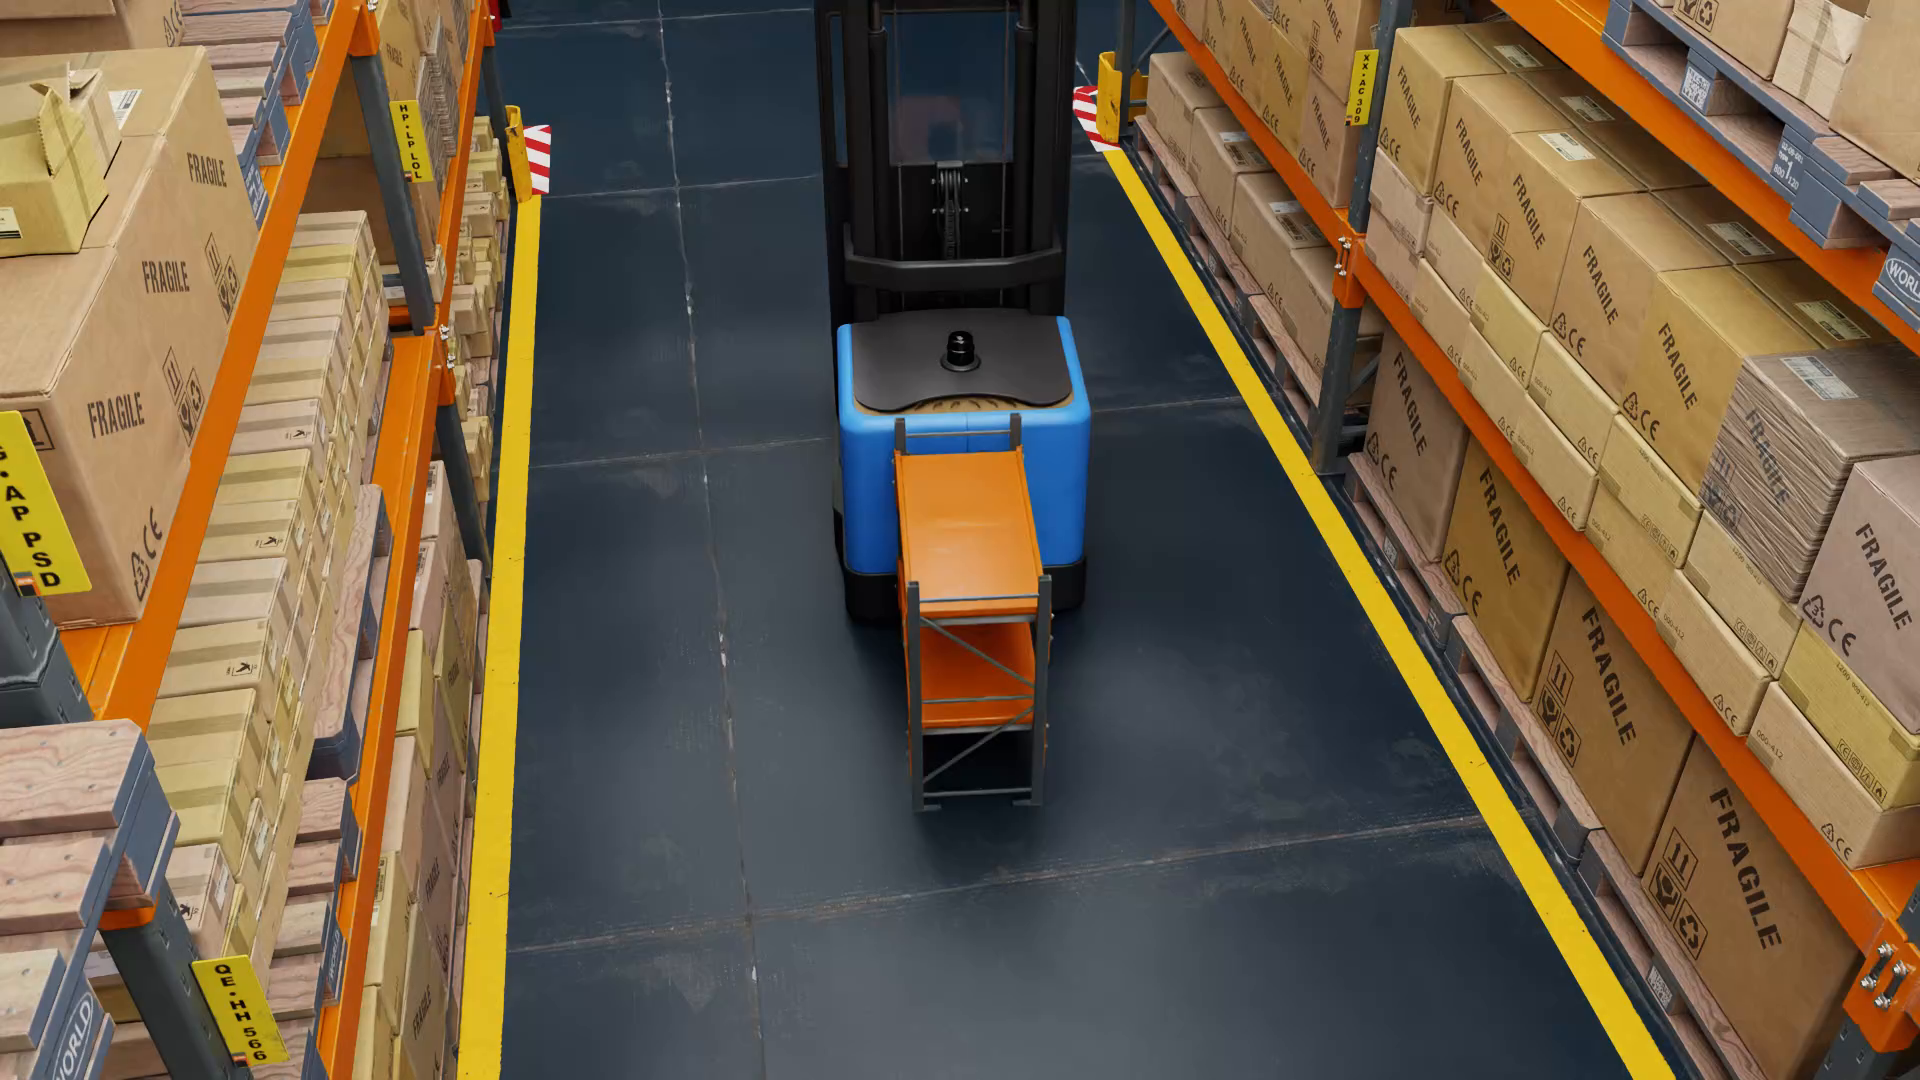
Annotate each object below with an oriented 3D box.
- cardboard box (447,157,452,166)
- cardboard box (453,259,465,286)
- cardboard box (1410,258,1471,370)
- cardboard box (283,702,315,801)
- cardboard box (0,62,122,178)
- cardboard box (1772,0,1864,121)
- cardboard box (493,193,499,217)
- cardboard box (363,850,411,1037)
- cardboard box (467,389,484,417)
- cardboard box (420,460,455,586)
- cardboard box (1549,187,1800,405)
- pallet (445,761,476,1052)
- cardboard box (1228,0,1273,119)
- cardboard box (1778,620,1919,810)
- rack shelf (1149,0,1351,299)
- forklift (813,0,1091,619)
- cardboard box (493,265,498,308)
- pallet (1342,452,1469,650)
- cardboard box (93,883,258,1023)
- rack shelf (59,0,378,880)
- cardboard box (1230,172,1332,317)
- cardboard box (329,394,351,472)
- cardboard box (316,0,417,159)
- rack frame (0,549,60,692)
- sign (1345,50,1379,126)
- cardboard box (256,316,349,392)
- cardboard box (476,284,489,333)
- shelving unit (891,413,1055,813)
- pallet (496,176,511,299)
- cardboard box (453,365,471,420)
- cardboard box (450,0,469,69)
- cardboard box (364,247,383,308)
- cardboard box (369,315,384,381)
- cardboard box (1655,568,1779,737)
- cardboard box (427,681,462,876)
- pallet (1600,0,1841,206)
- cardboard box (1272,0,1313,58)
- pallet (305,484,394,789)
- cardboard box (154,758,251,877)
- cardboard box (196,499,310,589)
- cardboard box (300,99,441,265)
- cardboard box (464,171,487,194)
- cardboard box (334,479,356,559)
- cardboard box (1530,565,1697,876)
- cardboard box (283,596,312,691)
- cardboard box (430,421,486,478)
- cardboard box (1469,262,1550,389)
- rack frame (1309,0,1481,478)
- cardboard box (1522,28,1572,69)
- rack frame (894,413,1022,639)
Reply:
[{"bbox_3d":[-2.631,-1.886,7.938,0.380,0.149,0.250,-5,38,-6],"label":"cardboard box"},{"bbox_3d":[-2.725,-1.288,8.459,0.380,0.149,0.250,-8,39,-10],"label":"cardboard box"},{"bbox_3d":[2.140,-0.917,6.607,0.500,0.250,0.500,-7,38,-9],"label":"cardboard box"},{"bbox_3d":[-1.947,0.581,4.420,0.380,0.149,0.250,-5,38,-6],"label":"cardboard box"},{"bbox_3d":[-1.897,-0.834,3.229,0.396,0.266,0.258,-6,38,-8],"label":"cardboard box"},{"bbox_3d":[2.346,-1.258,4.246,0.396,0.266,0.258,-7,38,-9],"label":"cardboard box"},{"bbox_3d":[-2.860,-1.961,9.568,0.380,0.149,0.250,-8,39,-10],"label":"cardboard box"},{"bbox_3d":[-1.895,1.203,4.840,0.500,0.250,0.500,-7,38,-9],"label":"cardboard box"},{"bbox_3d":[-2.514,-0.589,8.044,0.380,0.149,0.250,-6,38,-8],"label":"cardboard box"},{"bbox_3d":[-2.245,-0.041,6.442,0.500,0.250,0.500,-7,38,-9],"label":"cardboard box"},{"bbox_3d":[2.324,-0.801,5.440,0.500,0.500,0.500,-7,38,-9],"label":"cardboard box"},{"bbox_3d":[-2.270,1.321,5.878,1.003,0.211,1.213,-6,38,-8],"label":"pallet"},{"bbox_3d":[1.700,-2.487,8.424,0.500,0.500,0.500,-7,38,-9],"label":"cardboard box"},{"bbox_3d":[2.597,0.430,4.466,0.500,0.250,0.500,-6,38,-8],"label":"cardboard box"},{"bbox_3d":[1.880,-2.506,9.117,1.077,0.370,4.000,-6,38,-8],"label":"rack shelf"},{"bbox_3d":[-0.078,-1.706,7.557,1.130,2.935,3.031,-3,38,-3],"label":"forklift"},{"bbox_3d":[-2.731,-1.374,9.055,0.380,0.149,0.250,-6,38,-7],"label":"cardboard box"},{"bbox_3d":[2.440,-0.023,7.608,1.003,0.211,1.213,-6,38,-8],"label":"pallet"},{"bbox_3d":[-1.811,0.930,3.729,0.380,0.149,0.250,-5,38,-6],"label":"cardboard box"},{"bbox_3d":[-2.274,-0.681,4.324,1.077,0.370,4.000,-6,38,-8],"label":"rack shelf"},{"bbox_3d":[2.069,-1.668,9.198,0.875,0.438,0.875,-7,38,-9],"label":"cardboard box"},{"bbox_3d":[-2.176,-0.323,5.341,0.380,0.149,0.250,-8,39,-10],"label":"cardboard box"},{"bbox_3d":[-2.464,-1.840,6.534,0.500,0.500,0.500,-5,38,-7],"label":"cardboard box"},{"bbox_3d":[-1.924,-0.942,1.628,1.000,3.000,0.127,-6,38,-8],"label":"rack frame"},{"bbox_3d":[1.685,-1.895,6.974,0.100,0.325,0.005,-6,38,-8],"label":"sign"},{"bbox_3d":[-2.225,-0.592,5.445,0.380,0.149,0.250,-6,38,-8],"label":"cardboard box"},{"bbox_3d":[-2.636,-1.178,8.560,0.380,0.149,0.250,-7,38,-8],"label":"cardboard box"},{"bbox_3d":[0.030,0.274,6.481,0.538,1.125,1.048,-3,38,-3],"label":"shelving unit"},{"bbox_3d":[-3.205,-1.763,9.848,1.003,0.211,1.213,-6,38,-8],"label":"pallet"},{"bbox_3d":[-2.471,-0.667,7.660,0.380,0.149,0.250,-4,38,-6],"label":"cardboard box"},{"bbox_3d":[-2.810,-2.701,8.458,0.500,0.500,0.500,-6,38,-8],"label":"cardboard box"},{"bbox_3d":[-2.361,-0.954,6.153,0.380,0.149,0.250,-5,38,-7],"label":"cardboard box"},{"bbox_3d":[-2.314,-0.680,6.043,0.380,0.149,0.250,-6,38,-8],"label":"cardboard box"},{"bbox_3d":[2.483,0.308,5.030,0.500,0.250,0.500,-6,38,-7],"label":"cardboard box"},{"bbox_3d":[-2.072,0.872,5.877,0.500,0.500,0.500,-7,38,-9],"label":"cardboard box"},{"bbox_3d":[2.568,-1.335,4.732,1.003,0.211,1.213,-5,38,-6],"label":"pallet"},{"bbox_3d":[1.795,-2.579,7.729,0.500,0.500,0.500,-7,38,-9],"label":"cardboard box"},{"bbox_3d":[-2.311,0.312,5.060,1.003,0.211,1.213,-6,38,-8],"label":"pallet"},{"bbox_3d":[-1.864,0.663,3.829,0.380,0.149,0.250,-7,38,-9],"label":"cardboard box"},{"bbox_3d":[-2.046,0.032,4.642,0.380,0.149,0.250,-5,38,-7],"label":"cardboard box"},{"bbox_3d":[-2.464,-1.472,6.876,0.500,0.500,0.500,-7,38,-9],"label":"cardboard box"},{"bbox_3d":[-2.843,-1.923,9.277,0.380,0.149,0.250,-8,39,-10],"label":"cardboard box"},{"bbox_3d":[-2.129,-0.050,5.232,0.380,0.149,0.250,-5,38,-6],"label":"cardboard box"},{"bbox_3d":[2.741,0.541,5.998,0.875,0.875,0.875,-6,38,-7],"label":"cardboard box"},{"bbox_3d":[-1.998,0.302,4.536,0.380,0.149,0.250,-6,38,-8],"label":"cardboard box"},{"bbox_3d":[-2.373,-0.400,7.559,0.380,0.149,0.250,-5,38,-6],"label":"cardboard box"},{"bbox_3d":[2.212,-0.805,6.056,0.500,0.250,0.500,-6,38,-7],"label":"cardboard box"},{"bbox_3d":[2.231,-1.582,7.342,1.000,3.000,0.127,-6,38,-8],"label":"rack frame"},{"bbox_3d":[2.556,-1.774,6.692,0.500,0.500,0.500,-5,38,-6],"label":"cardboard box"},{"bbox_3d":[-0.007,-0.037,6.881,0.500,1.125,0.032,-3,38,-3],"label":"rack frame"}]
